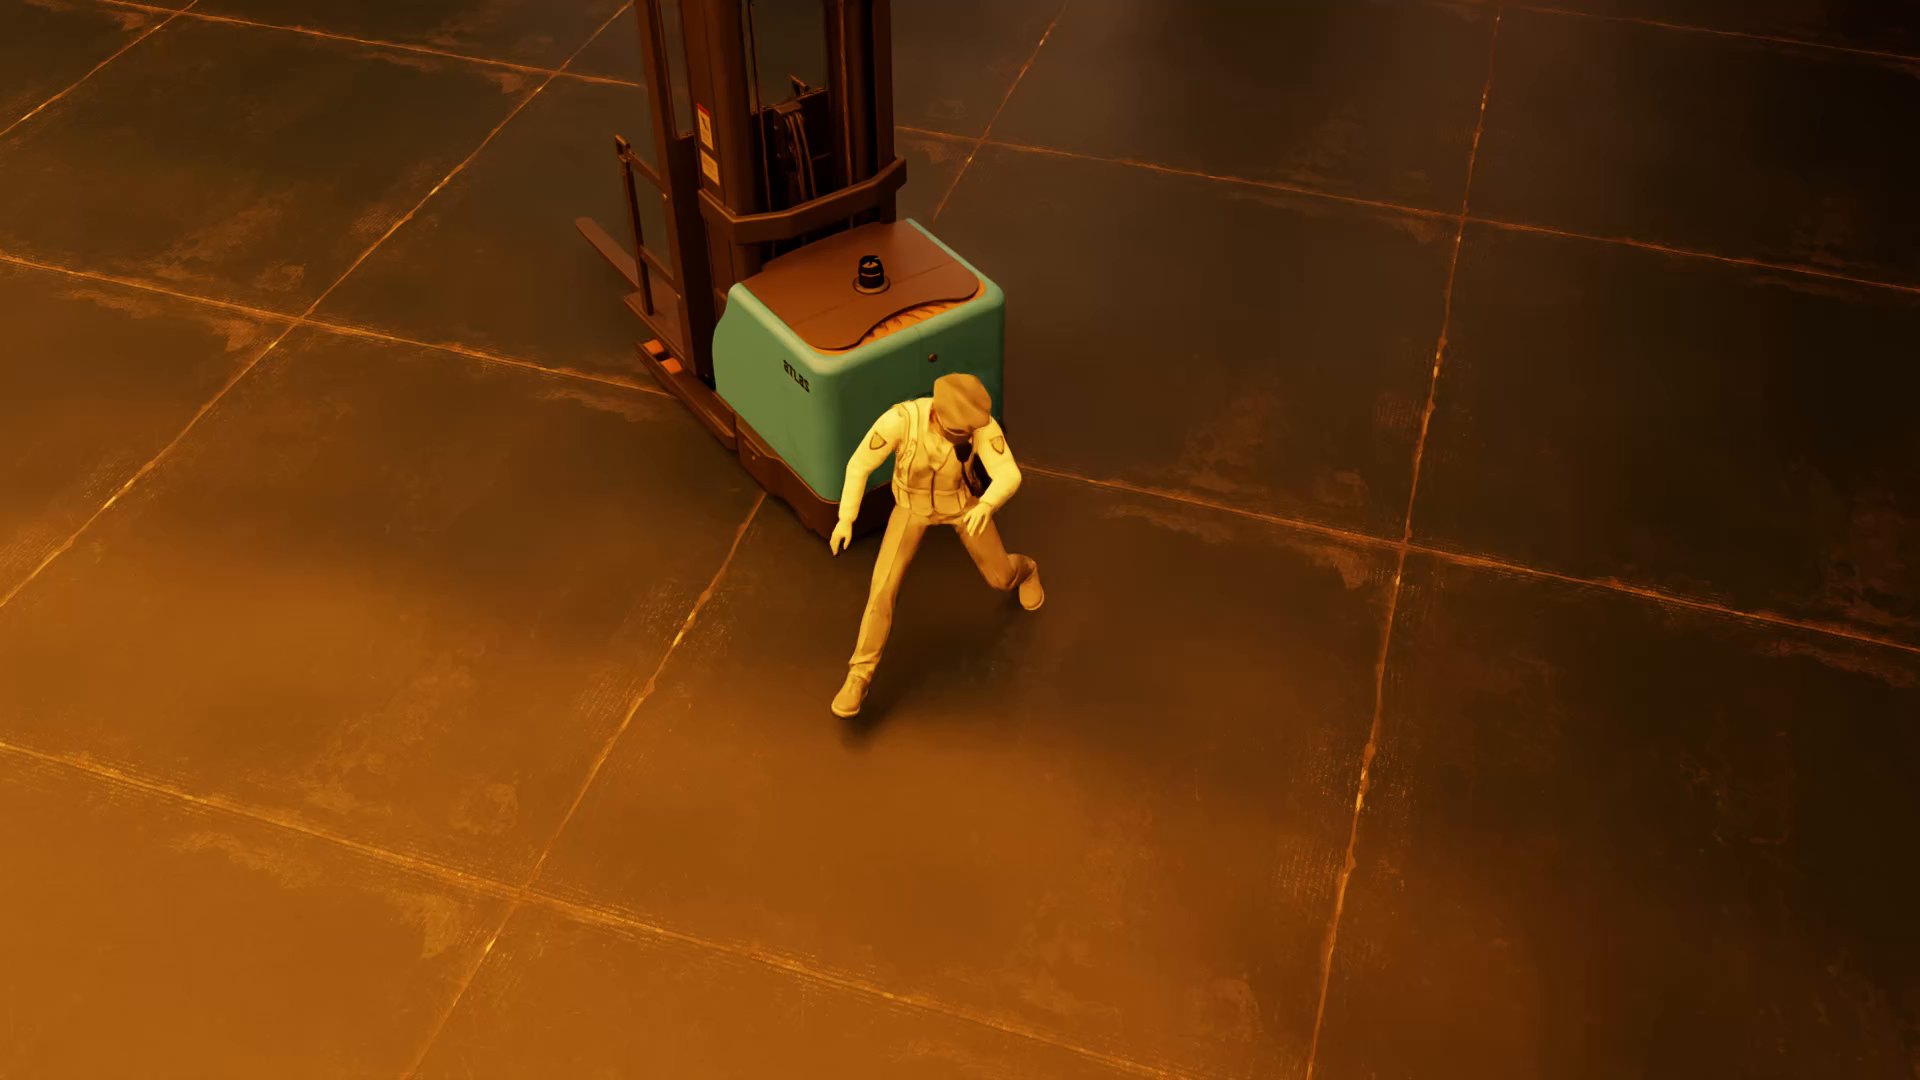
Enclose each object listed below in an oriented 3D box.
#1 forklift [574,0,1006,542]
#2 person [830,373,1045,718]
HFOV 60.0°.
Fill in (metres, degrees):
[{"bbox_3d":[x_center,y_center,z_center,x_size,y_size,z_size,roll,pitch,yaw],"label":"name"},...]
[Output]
[{"bbox_3d":[-1.046,-2.029,7.870,1.130,2.935,3.031,-26,49,-25],"label":"forklift"},{"bbox_3d":[-0.084,-0.010,6.840,0.910,1.425,1.106,2,43,2],"label":"person"}]
